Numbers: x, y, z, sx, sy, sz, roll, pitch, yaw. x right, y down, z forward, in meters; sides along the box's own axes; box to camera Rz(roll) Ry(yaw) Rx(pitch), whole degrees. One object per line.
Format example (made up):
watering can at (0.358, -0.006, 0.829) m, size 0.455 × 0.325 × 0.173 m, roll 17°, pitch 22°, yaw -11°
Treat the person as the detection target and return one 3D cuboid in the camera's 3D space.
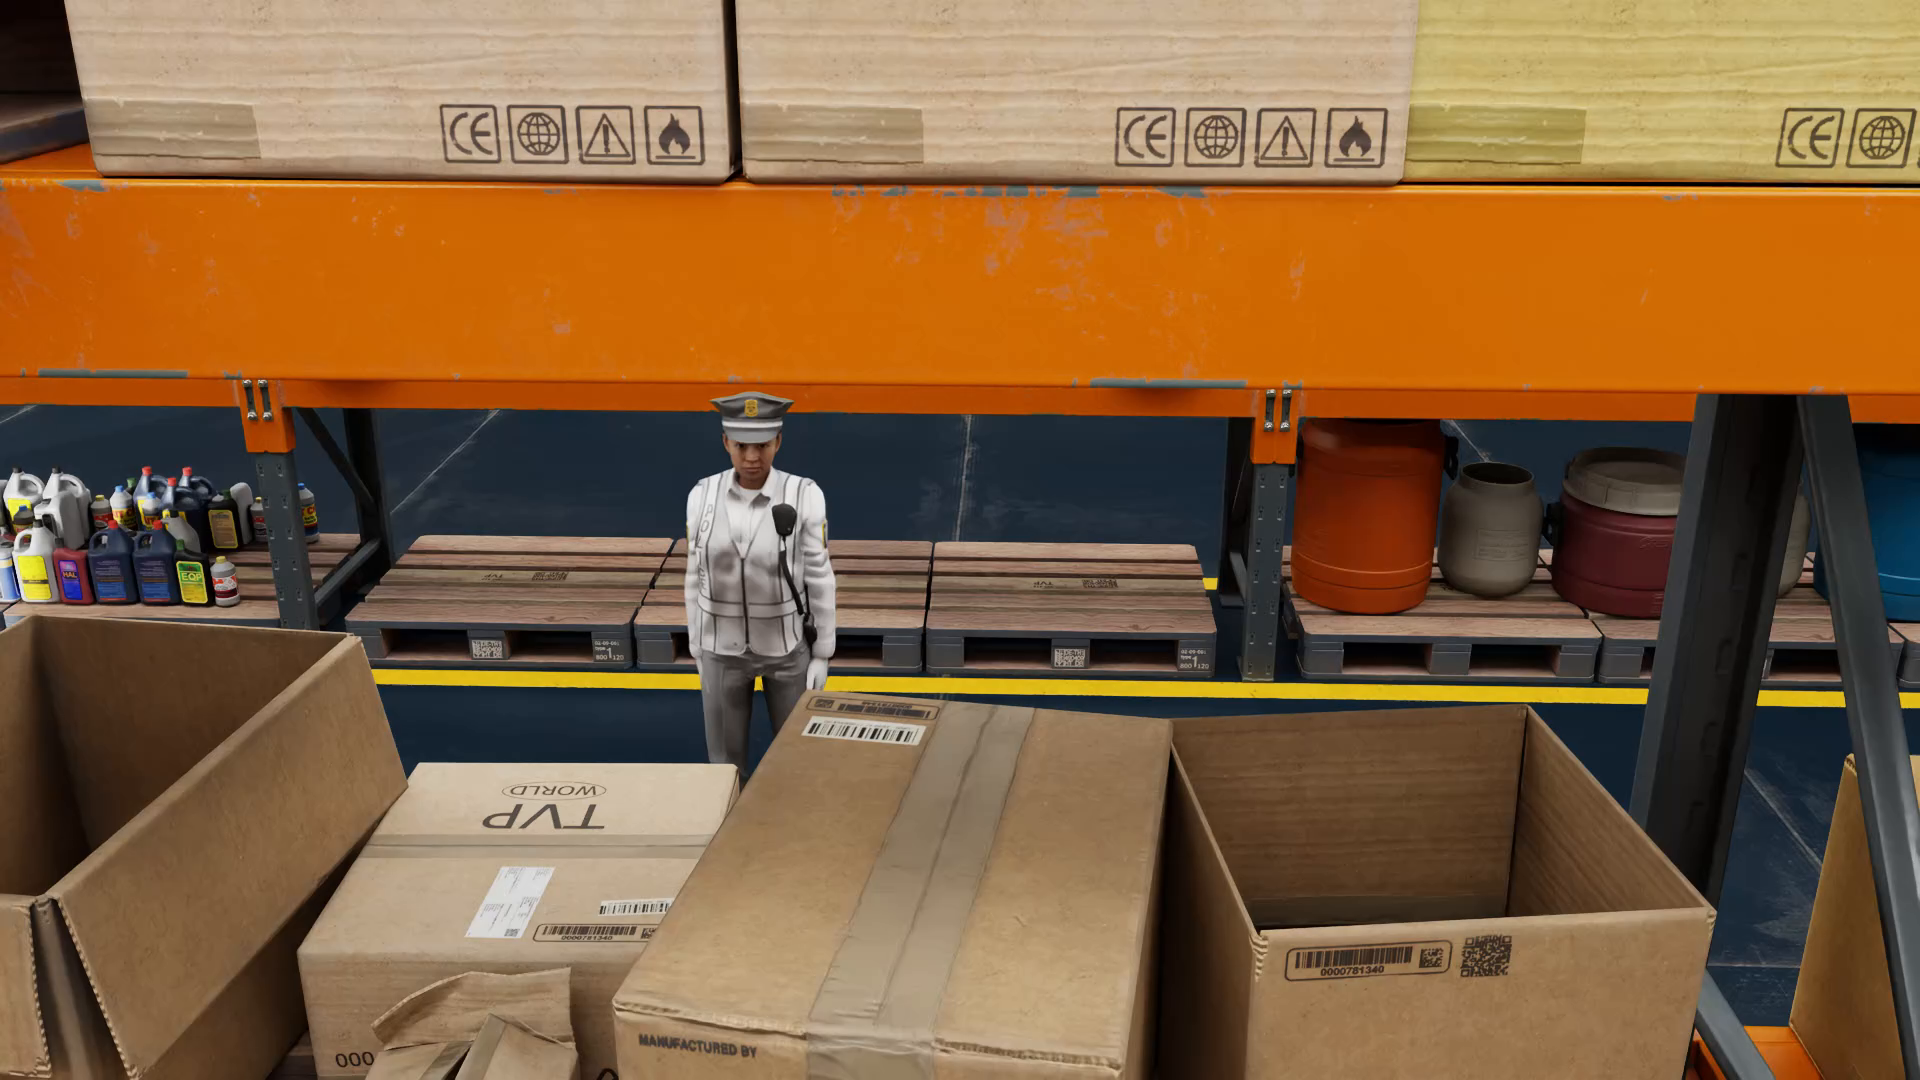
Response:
person at (-0.599, 0.560, 5.146) m, size 0.533 × 1.292 × 0.752 m, roll 1°, pitch 21°, yaw 2°
